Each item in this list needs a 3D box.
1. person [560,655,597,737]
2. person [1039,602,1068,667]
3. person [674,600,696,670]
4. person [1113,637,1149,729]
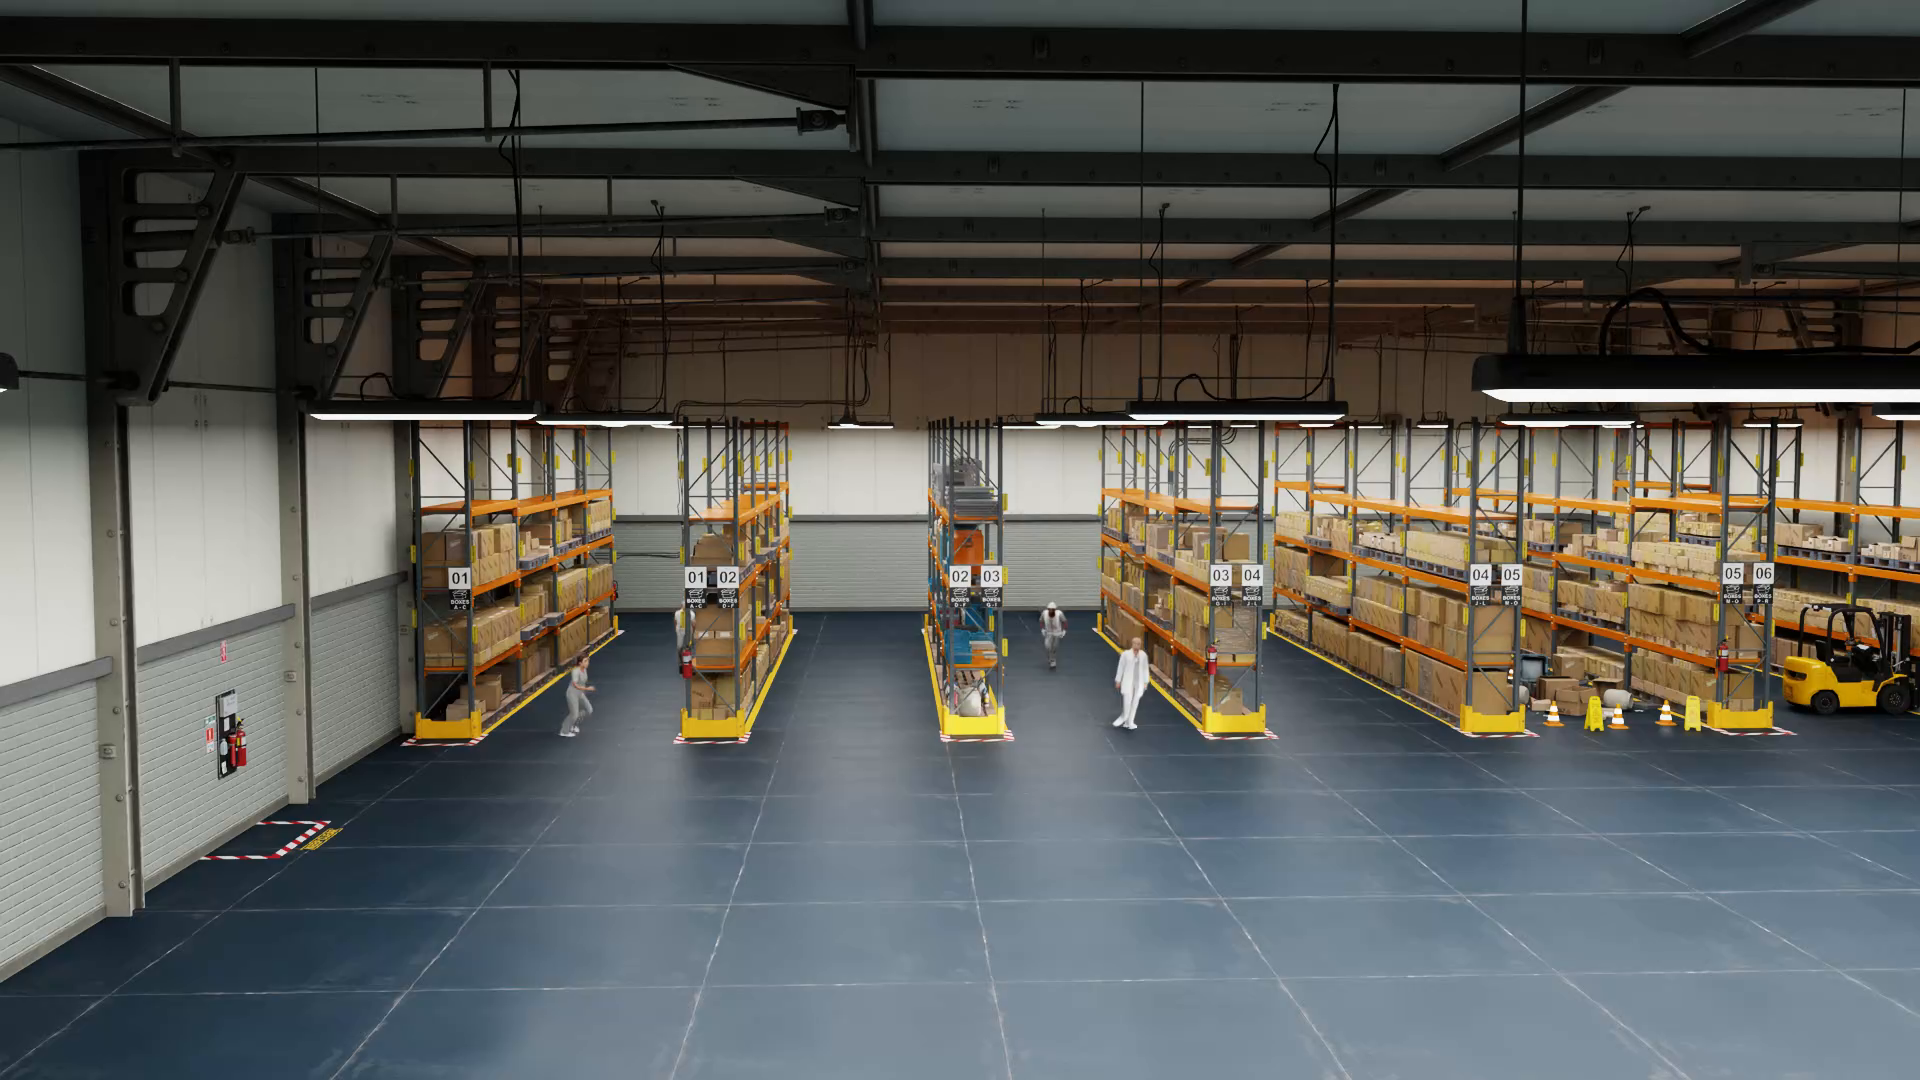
[{"bbox_3d":[-7.144,2.918,31.129,0.782,1.566,0.563,1,4,17],"label":"person"},{"bbox_3d":[2.277,2.284,40.458,0.692,1.604,0.982,0,4,6],"label":"person"},{"bbox_3d":[-6.647,2.292,40.211,0.522,1.691,0.806,-1,4,-11],"label":"person"},{"bbox_3d":[3.294,2.744,31.847,0.666,1.768,0.503,-1,4,-17],"label":"person"}]
